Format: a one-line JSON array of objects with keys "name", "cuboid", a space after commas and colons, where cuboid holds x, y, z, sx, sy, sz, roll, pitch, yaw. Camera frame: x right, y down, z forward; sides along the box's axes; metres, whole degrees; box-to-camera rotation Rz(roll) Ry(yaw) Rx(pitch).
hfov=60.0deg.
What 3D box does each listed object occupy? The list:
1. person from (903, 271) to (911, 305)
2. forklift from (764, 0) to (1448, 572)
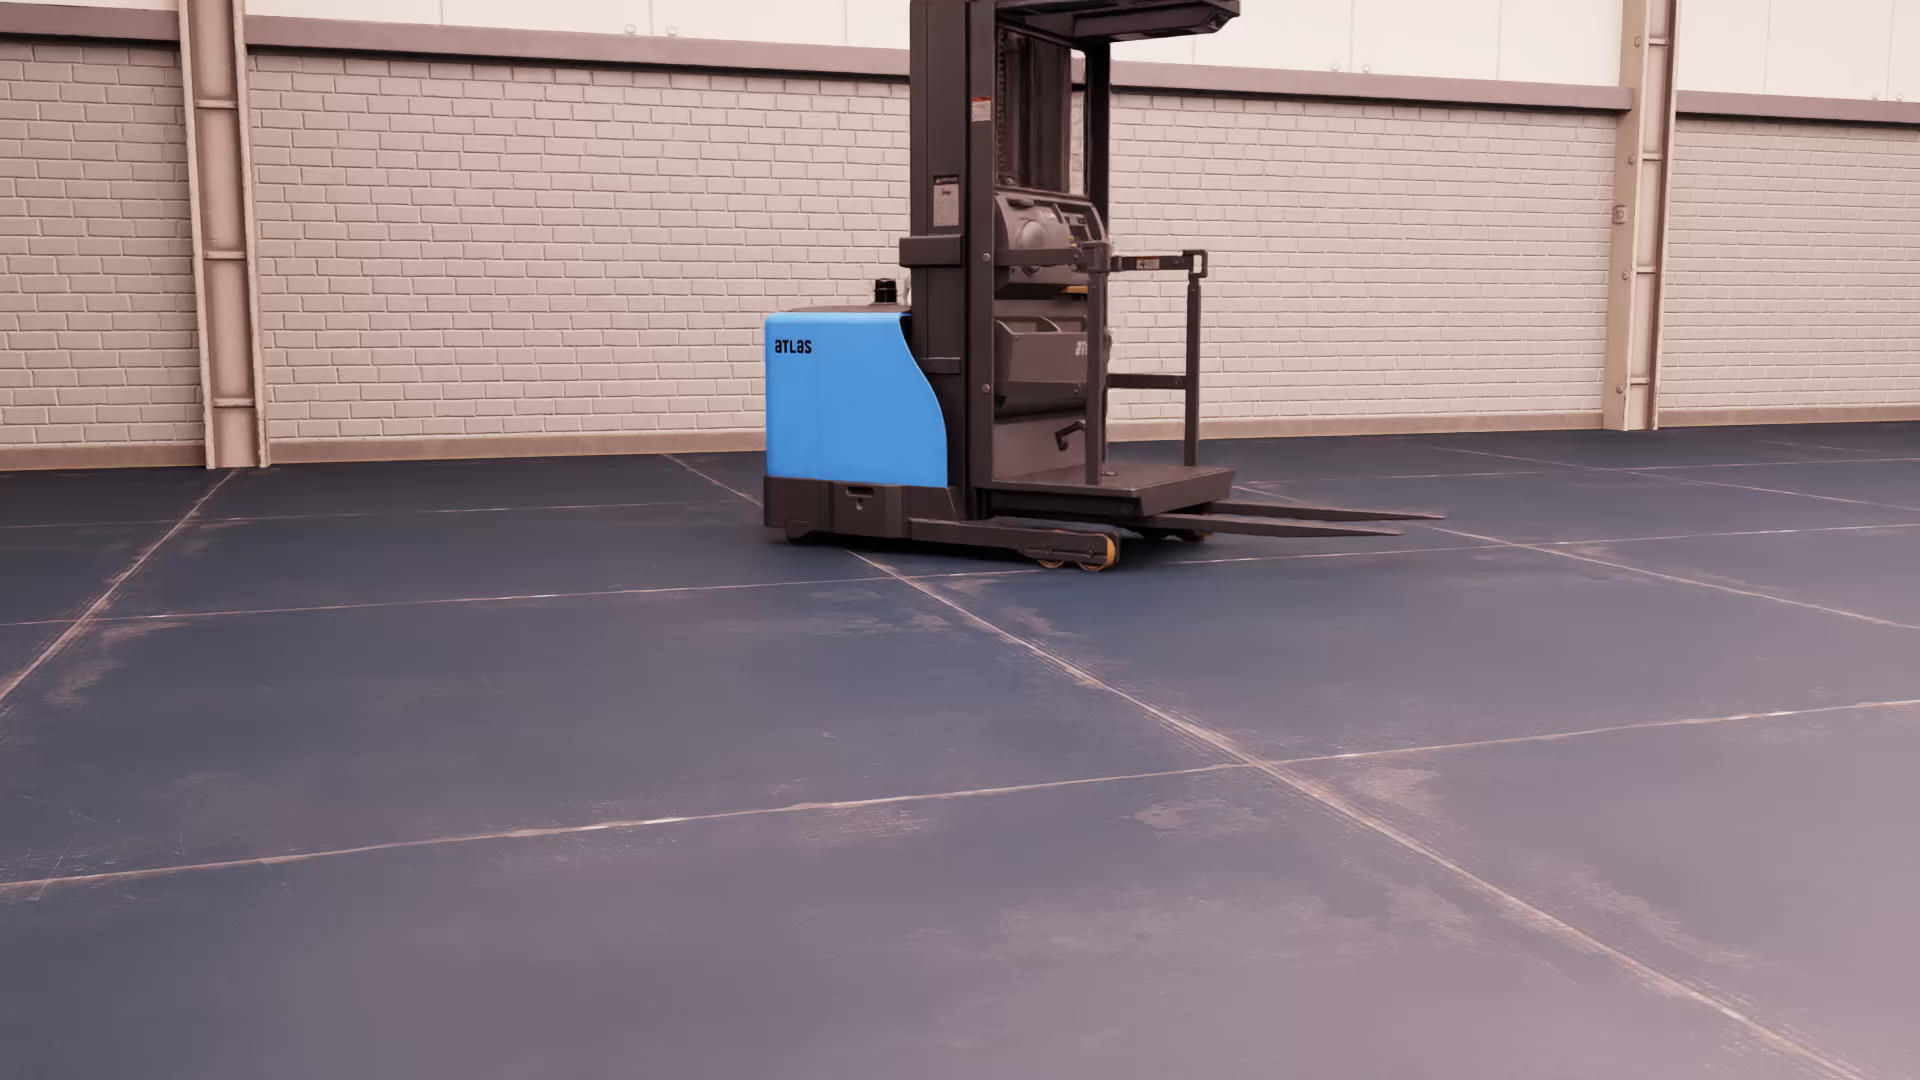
[{"name": "person", "cuboid": [-0.238, -0.947, 9.257, 0.475, 1.536, 0.741, 0, 8, 2]}, {"name": "forklift", "cuboid": [0.593, -1.400, 7.342, 3.031, 2.935, 1.130, 5, 9, 32]}]
